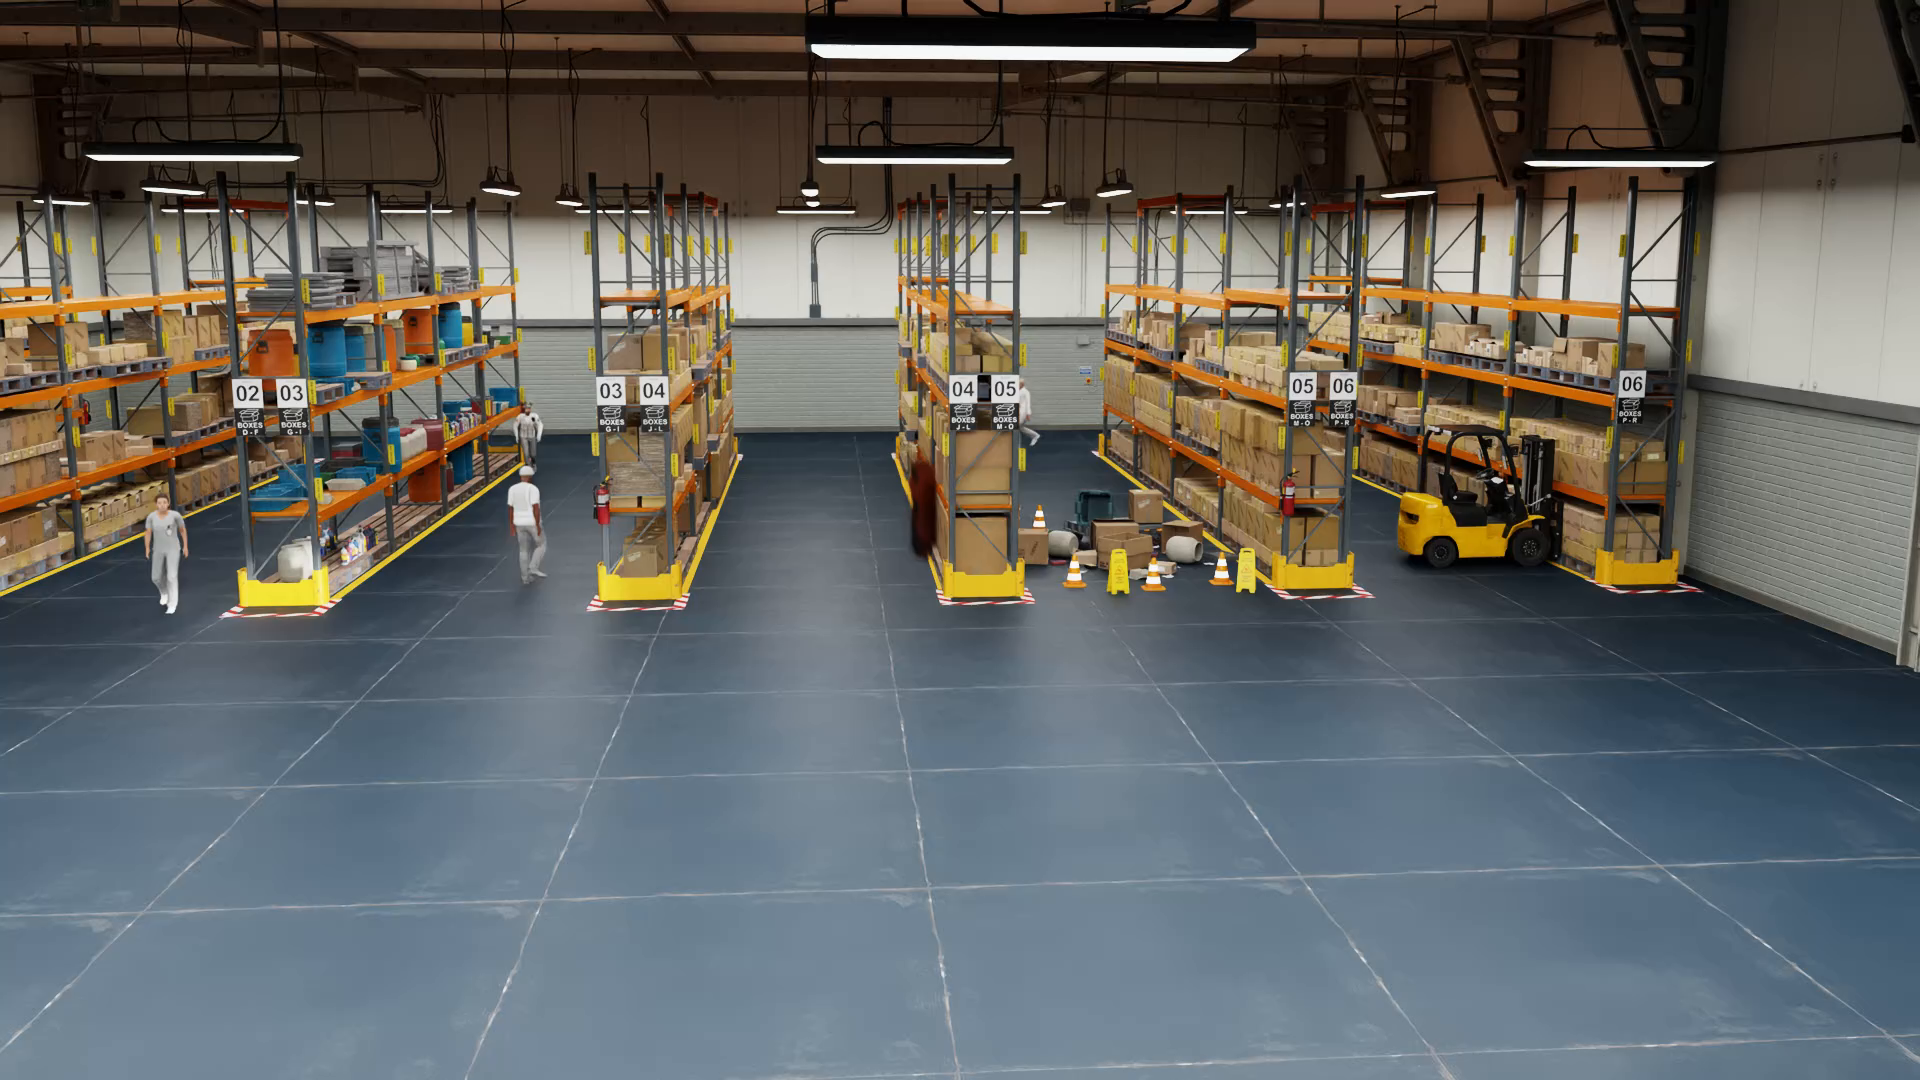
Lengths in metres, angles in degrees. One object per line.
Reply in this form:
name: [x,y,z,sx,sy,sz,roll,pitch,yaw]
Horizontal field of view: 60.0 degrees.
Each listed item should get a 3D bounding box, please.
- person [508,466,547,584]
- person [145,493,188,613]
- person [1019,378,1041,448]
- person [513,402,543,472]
person: [-6.491,-0.229,24.918,0.602,1.753,0.567,1,10,7]
person: [-11.016,0.152,23.138,0.512,1.659,0.696,-2,10,-12]
person: [1.594,-3.175,41.552,0.902,1.739,0.576,-2,10,-11]
person: [-9.570,-2.266,36.869,0.641,1.631,0.575,-2,10,-12]
